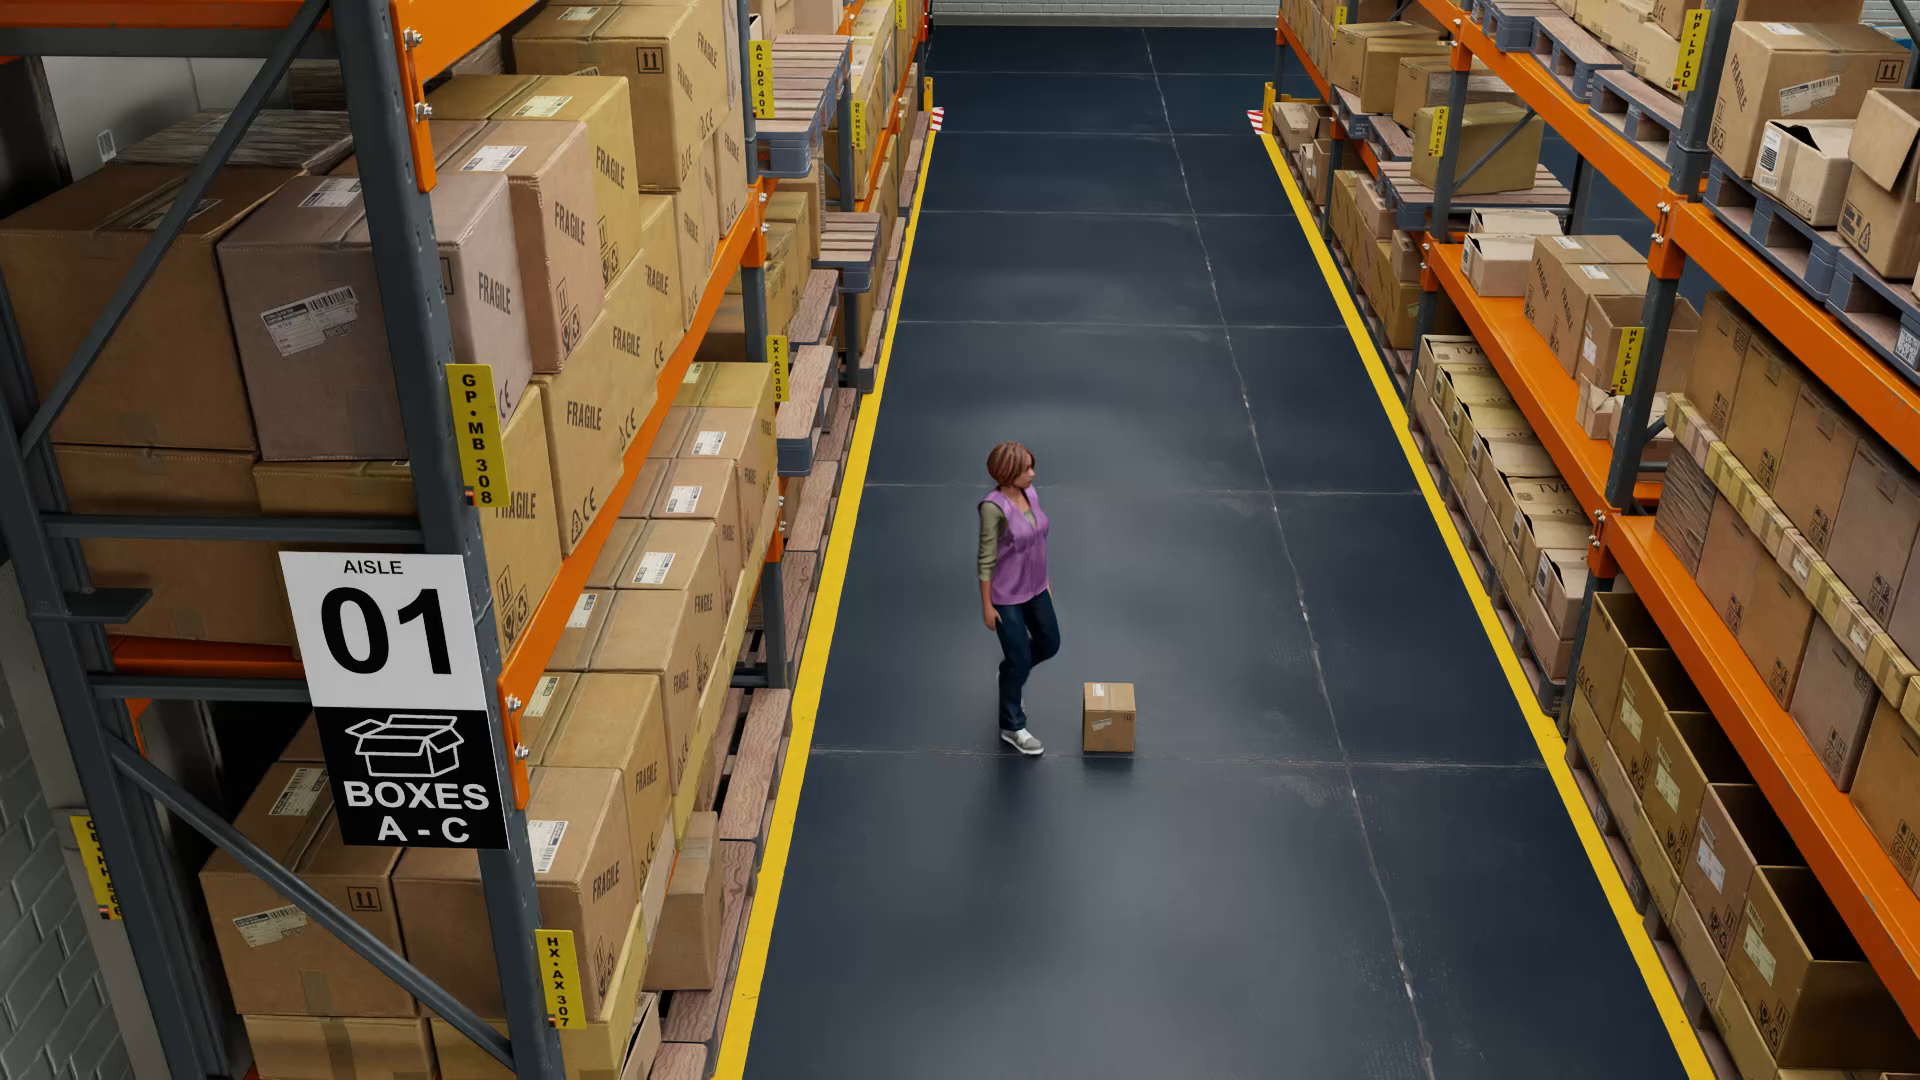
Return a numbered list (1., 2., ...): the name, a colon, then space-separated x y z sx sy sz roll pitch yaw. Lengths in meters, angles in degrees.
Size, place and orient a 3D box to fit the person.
1. person: 0.287 0.268 8.143 0.491 1.588 0.443 21 35 33
